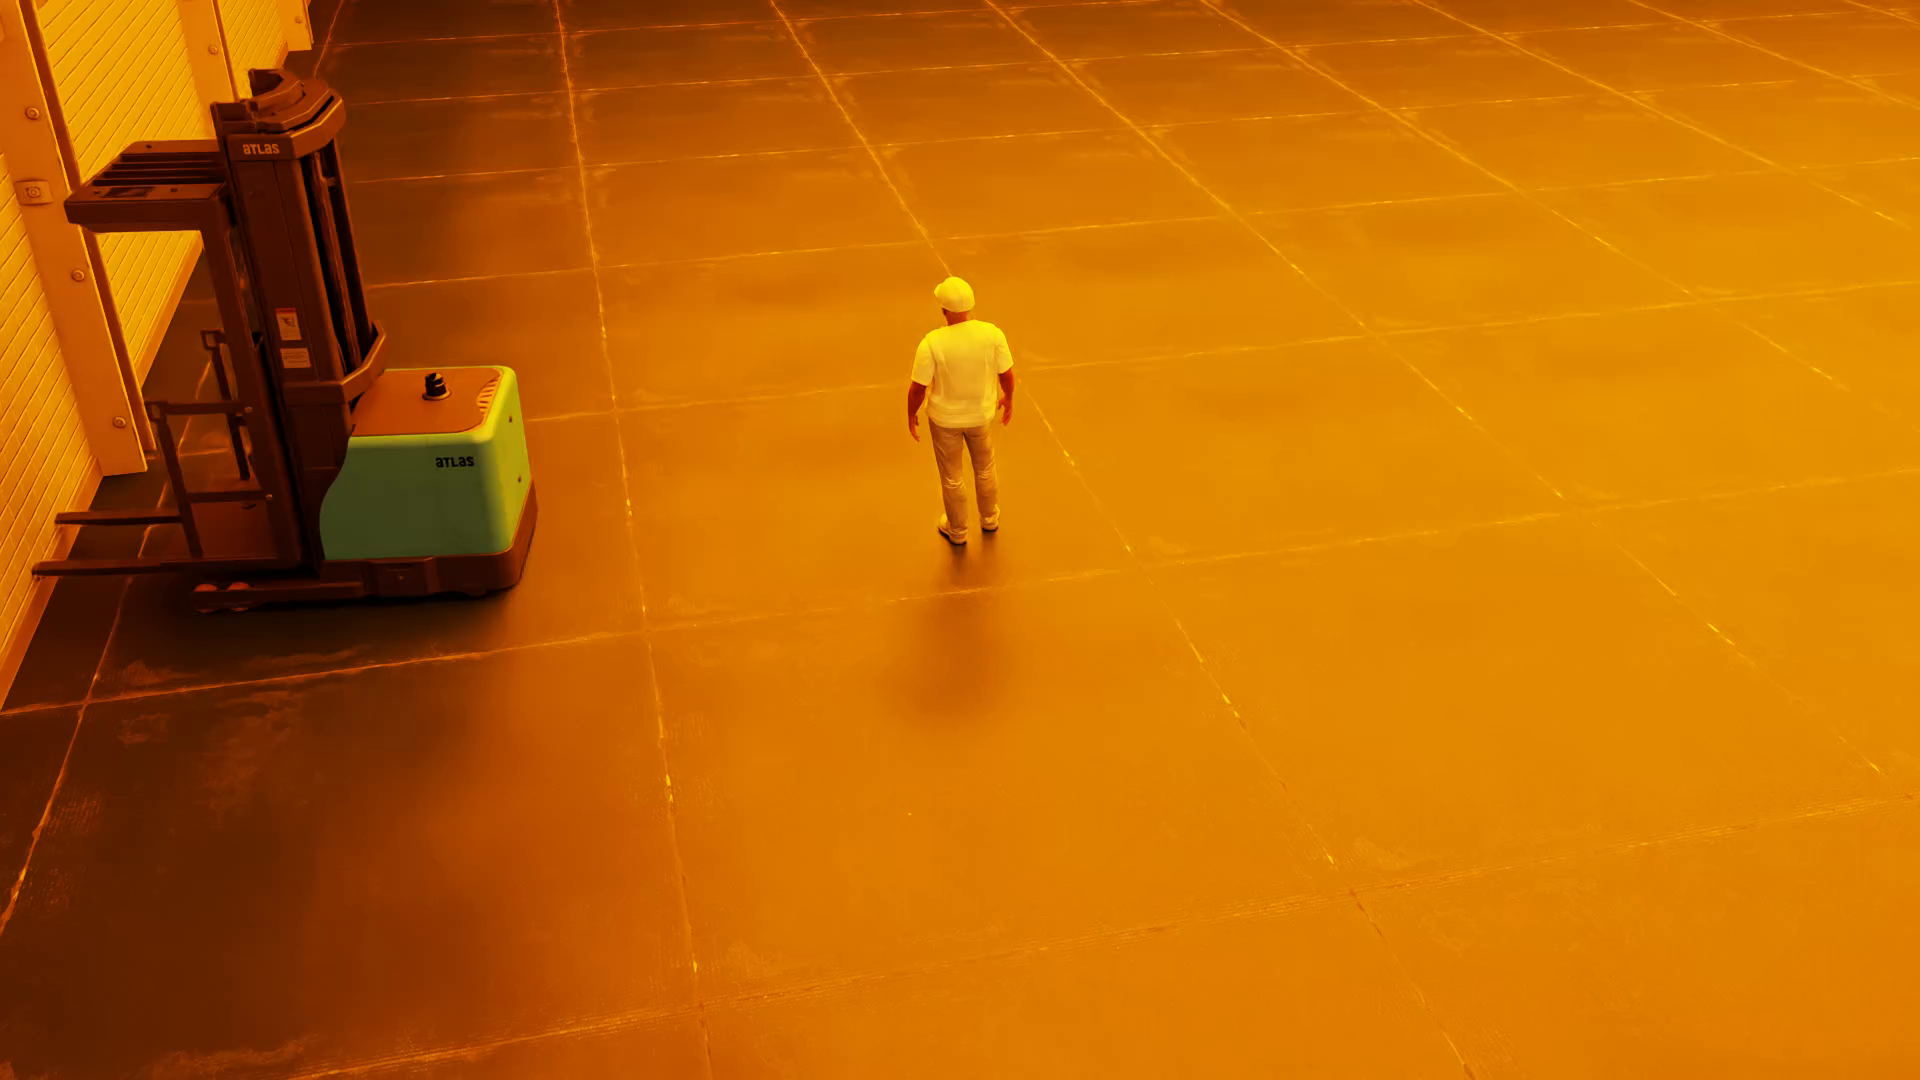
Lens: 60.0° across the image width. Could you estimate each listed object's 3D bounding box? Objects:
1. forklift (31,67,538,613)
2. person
[{"bbox_3d":[-4.186,-1.119,9.507,3.031,2.935,1.130,-2,30,-4],"label":"forklift"},{"bbox_3d":[-0.011,-0.806,10.114,0.665,1.768,0.575,-7,31,-12],"label":"person"}]
